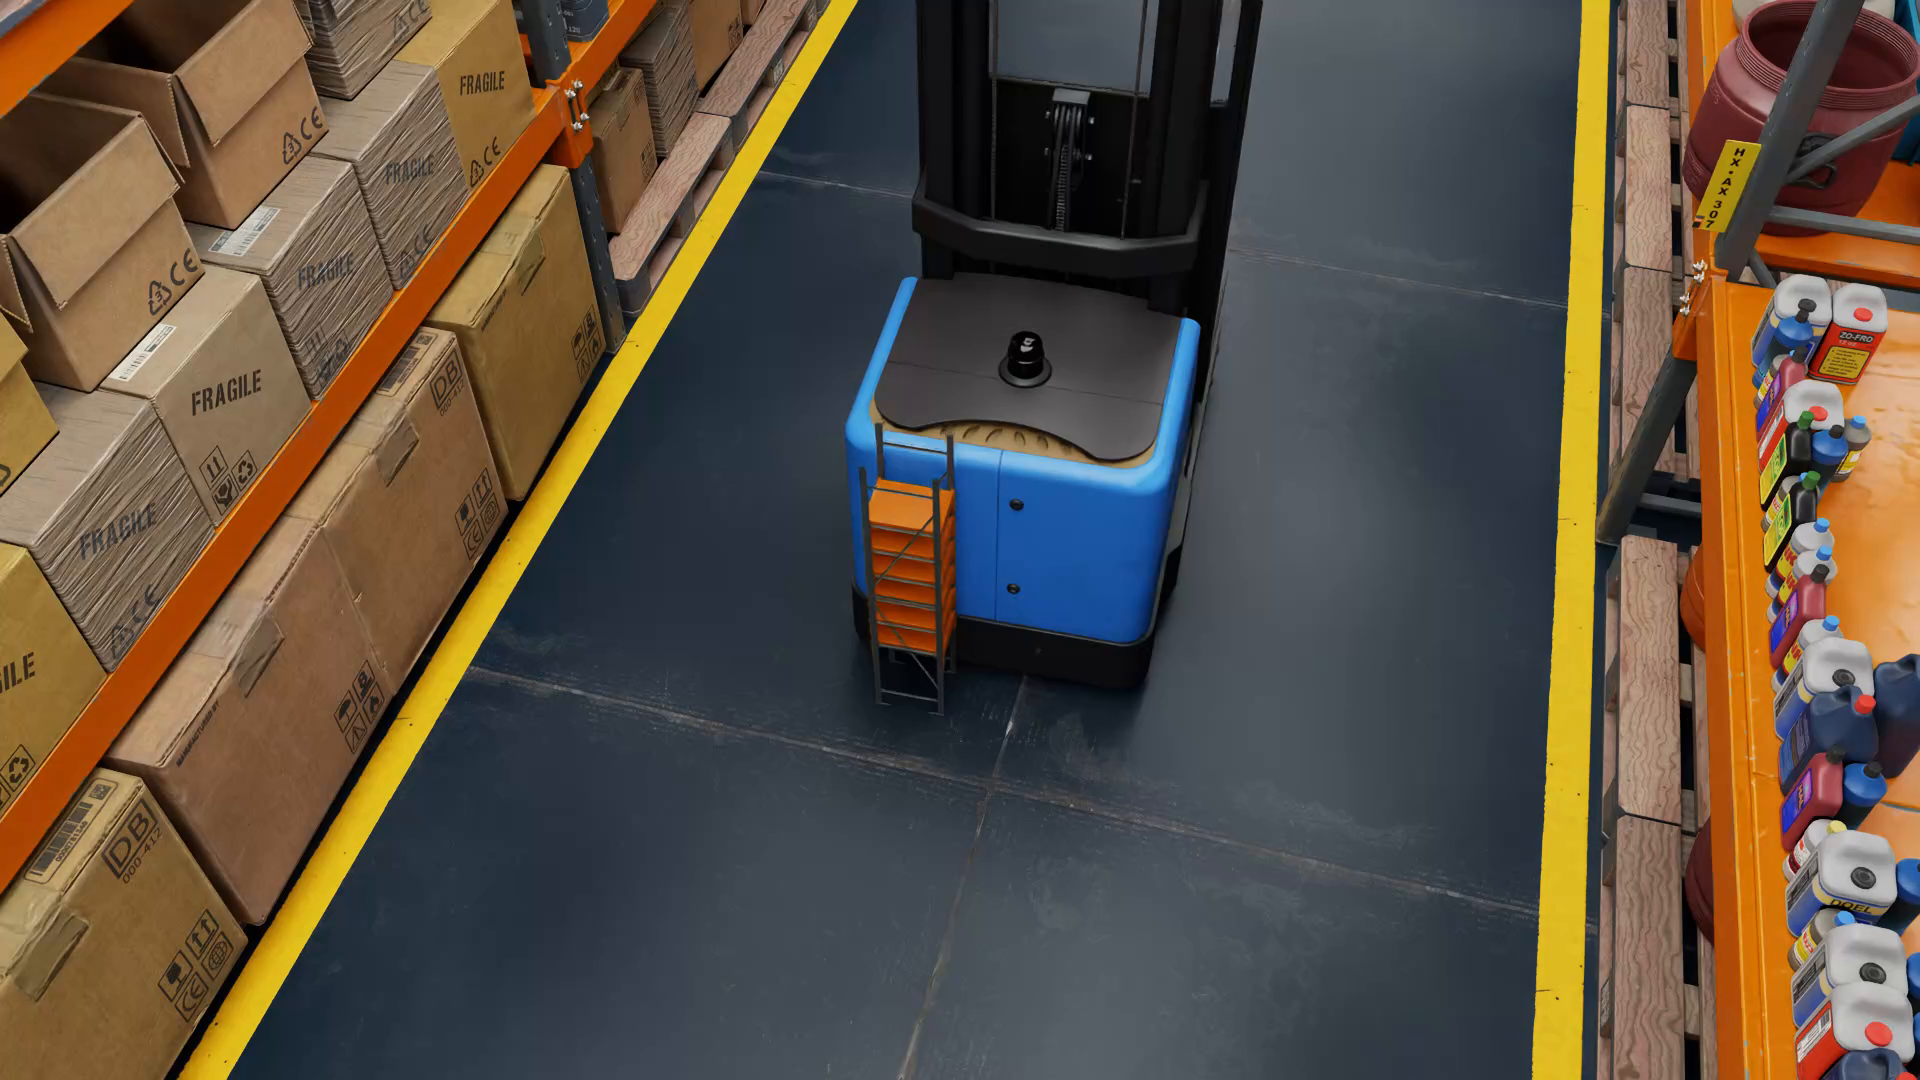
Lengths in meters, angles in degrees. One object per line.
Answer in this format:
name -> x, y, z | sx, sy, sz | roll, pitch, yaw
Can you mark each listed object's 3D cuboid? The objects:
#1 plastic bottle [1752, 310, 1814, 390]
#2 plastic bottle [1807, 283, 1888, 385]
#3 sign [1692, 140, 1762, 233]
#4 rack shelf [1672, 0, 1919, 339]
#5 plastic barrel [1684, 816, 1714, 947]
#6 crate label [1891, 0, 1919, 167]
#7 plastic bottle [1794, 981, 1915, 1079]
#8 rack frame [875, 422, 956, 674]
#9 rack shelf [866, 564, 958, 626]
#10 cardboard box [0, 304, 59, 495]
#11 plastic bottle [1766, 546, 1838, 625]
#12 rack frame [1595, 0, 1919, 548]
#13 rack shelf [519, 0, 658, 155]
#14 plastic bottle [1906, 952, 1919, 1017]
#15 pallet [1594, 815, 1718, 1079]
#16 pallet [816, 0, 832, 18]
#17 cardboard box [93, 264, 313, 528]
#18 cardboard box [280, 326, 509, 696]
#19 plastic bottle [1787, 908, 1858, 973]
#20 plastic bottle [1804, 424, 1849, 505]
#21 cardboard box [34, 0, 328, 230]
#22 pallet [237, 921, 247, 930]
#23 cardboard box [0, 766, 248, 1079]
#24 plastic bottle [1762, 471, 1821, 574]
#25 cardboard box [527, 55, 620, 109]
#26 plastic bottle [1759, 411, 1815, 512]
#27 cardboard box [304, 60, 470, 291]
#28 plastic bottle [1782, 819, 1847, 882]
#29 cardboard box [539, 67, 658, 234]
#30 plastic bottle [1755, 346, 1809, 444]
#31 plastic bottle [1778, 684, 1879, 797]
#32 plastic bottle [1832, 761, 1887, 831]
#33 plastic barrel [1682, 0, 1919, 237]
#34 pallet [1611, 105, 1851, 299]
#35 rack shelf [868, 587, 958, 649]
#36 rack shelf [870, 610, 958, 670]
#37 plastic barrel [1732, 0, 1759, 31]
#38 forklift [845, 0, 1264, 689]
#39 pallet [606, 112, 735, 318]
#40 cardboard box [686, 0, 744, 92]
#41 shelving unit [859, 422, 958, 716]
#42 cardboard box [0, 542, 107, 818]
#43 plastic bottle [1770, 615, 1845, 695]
plastic bottle -> 2.396, -0.554, 4.824 | 0.097, 0.271, 0.097 | 0, 49, 0
plastic bottle -> 2.600, -0.604, 4.865 | 0.152, 0.276, 0.135 | 12, 50, 10
sign -> 2.346, -1.081, 5.095 | 0.100, 0.325, 0.005 | 12, 50, 10
rack shelf -> 3.405, -2.132, 6.611 | 1.077, 0.370, 4.000 | 12, 50, 10
plastic barrel -> 2.469, 0.909, 4.775 | 0.600, 0.588, 0.708 | 12, 50, 10
crate label -> 3.401, -1.601, 5.639 | 0.502, 0.435, 0.616 | 12, 50, 10
plastic bottle -> 1.847, 1.033, 3.421 | 0.152, 0.276, 0.135 | 12, 50, 10
rack frame -> -0.133, 0.060, 5.392 | 0.240, 1.200, 0.006 | 10, 50, 9
rack shelf -> -0.154, 0.156, 5.368 | 0.258, 0.103, 0.180 | 10, 50, 9
cardboard box -> -2.600, -0.331, 3.805 | 0.797, 0.503, 0.637 | 12, 50, 10
plastic bottle -> 2.153, 0.115, 4.234 | 0.097, 0.271, 0.097 | 0, 49, 0
rack frame -> 2.879, -0.924, 5.065 | 1.000, 3.000, 0.127 | 12, 50, 10
rack shelf -> -1.373, -3.110, 7.474 | 1.077, 0.370, 4.000 | 12, 50, 10
plastic bottle -> 2.007, 0.948, 3.499 | 0.097, 0.271, 0.097 | 0, 49, 0
pallet -> 2.388, 1.457, 4.823 | 1.003, 0.211, 1.213 | 12, 50, 10
pallet -> -1.050, -3.308, 9.029 | 1.003, 0.211, 1.213 | 12, 50, 10
cardboard box -> -2.196, -0.425, 4.558 | 0.500, 0.500, 0.500 | 12, 50, 11
cardboard box -> -2.343, -0.199, 5.562 | 1.225, 0.875, 0.875 | 12, 50, 10
plastic bottle -> 1.886, 0.871, 3.613 | 0.097, 0.201, 0.097 | 0, 49, 0
plastic bottle -> 2.333, -0.207, 4.518 | 0.097, 0.271, 0.097 | 0, 49, 0
cardboard box -> -2.282, -1.270, 4.634 | 0.797, 0.503, 0.637 | 13, 50, 11
pallet -> -2.822, 1.342, 4.925 | 1.003, 0.211, 1.213 | 12, 50, 10
cardboard box -> -2.803, 1.089, 4.425 | 1.225, 0.875, 0.875 | 12, 50, 10
plastic bottle -> 2.191, -0.047, 4.368 | 0.061, 0.283, 0.133 | 12, 50, 10
cardboard box -> -1.752, -1.958, 6.851 | 0.500, 0.250, 0.500 | 13, 50, 12
plastic bottle -> 2.252, -0.213, 4.516 | 0.061, 0.283, 0.133 | 12, 50, 10
cardboard box -> -1.927, -1.169, 5.214 | 0.500, 0.500, 0.500 | 11, 50, 10
plastic bottle -> 1.947, 0.703, 3.761 | 0.097, 0.201, 0.097 | 0, 49, 0
cardboard box -> -1.743, -1.708, 7.131 | 0.700, 0.500, 0.500 | 9, 49, 8
plastic bottle -> 2.322, -0.407, 4.687 | 0.061, 0.283, 0.133 | 12, 50, 10
plastic bottle -> 2.042, 0.460, 3.877 | 0.144, 0.351, 0.185 | 12, 50, 10
plastic bottle -> 2.041, 0.595, 3.810 | 0.097, 0.271, 0.097 | 0, 49, 0
plastic barrel -> 2.709, -1.364, 5.363 | 0.600, 0.536, 0.708 | 12, 50, 10
pallet -> 3.443, -1.433, 7.374 | 1.003, 0.211, 1.213 | 12, 50, 10
rack shelf -> -0.153, 0.234, 5.460 | 0.258, 0.103, 0.180 | 10, 50, 9
rack shelf -> -0.153, 0.312, 5.551 | 0.258, 0.103, 0.180 | 10, 50, 9
plastic barrel -> 3.054, -2.052, 5.986 | 0.421, 0.512, 0.421 | 0, 49, 0
forklift -> 0.456, -1.590, 5.699 | 1.130, 2.935, 3.031 | 10, 49, 9
pallet -> -1.693, -1.543, 7.471 | 1.003, 0.211, 1.213 | 12, 50, 10
cardboard box -> -1.466, -2.523, 7.850 | 0.700, 0.500, 0.500 | 15, 50, 13
shelving unit -> -0.154, 0.128, 5.335 | 0.258, 1.200, 0.189 | 10, 50, 9
cardboard box -> -2.459, 0.312, 3.907 | 0.500, 0.500, 0.500 | 12, 50, 10
plastic bottle -> 2.092, 0.282, 4.086 | 0.097, 0.271, 0.097 | 0, 49, 0
